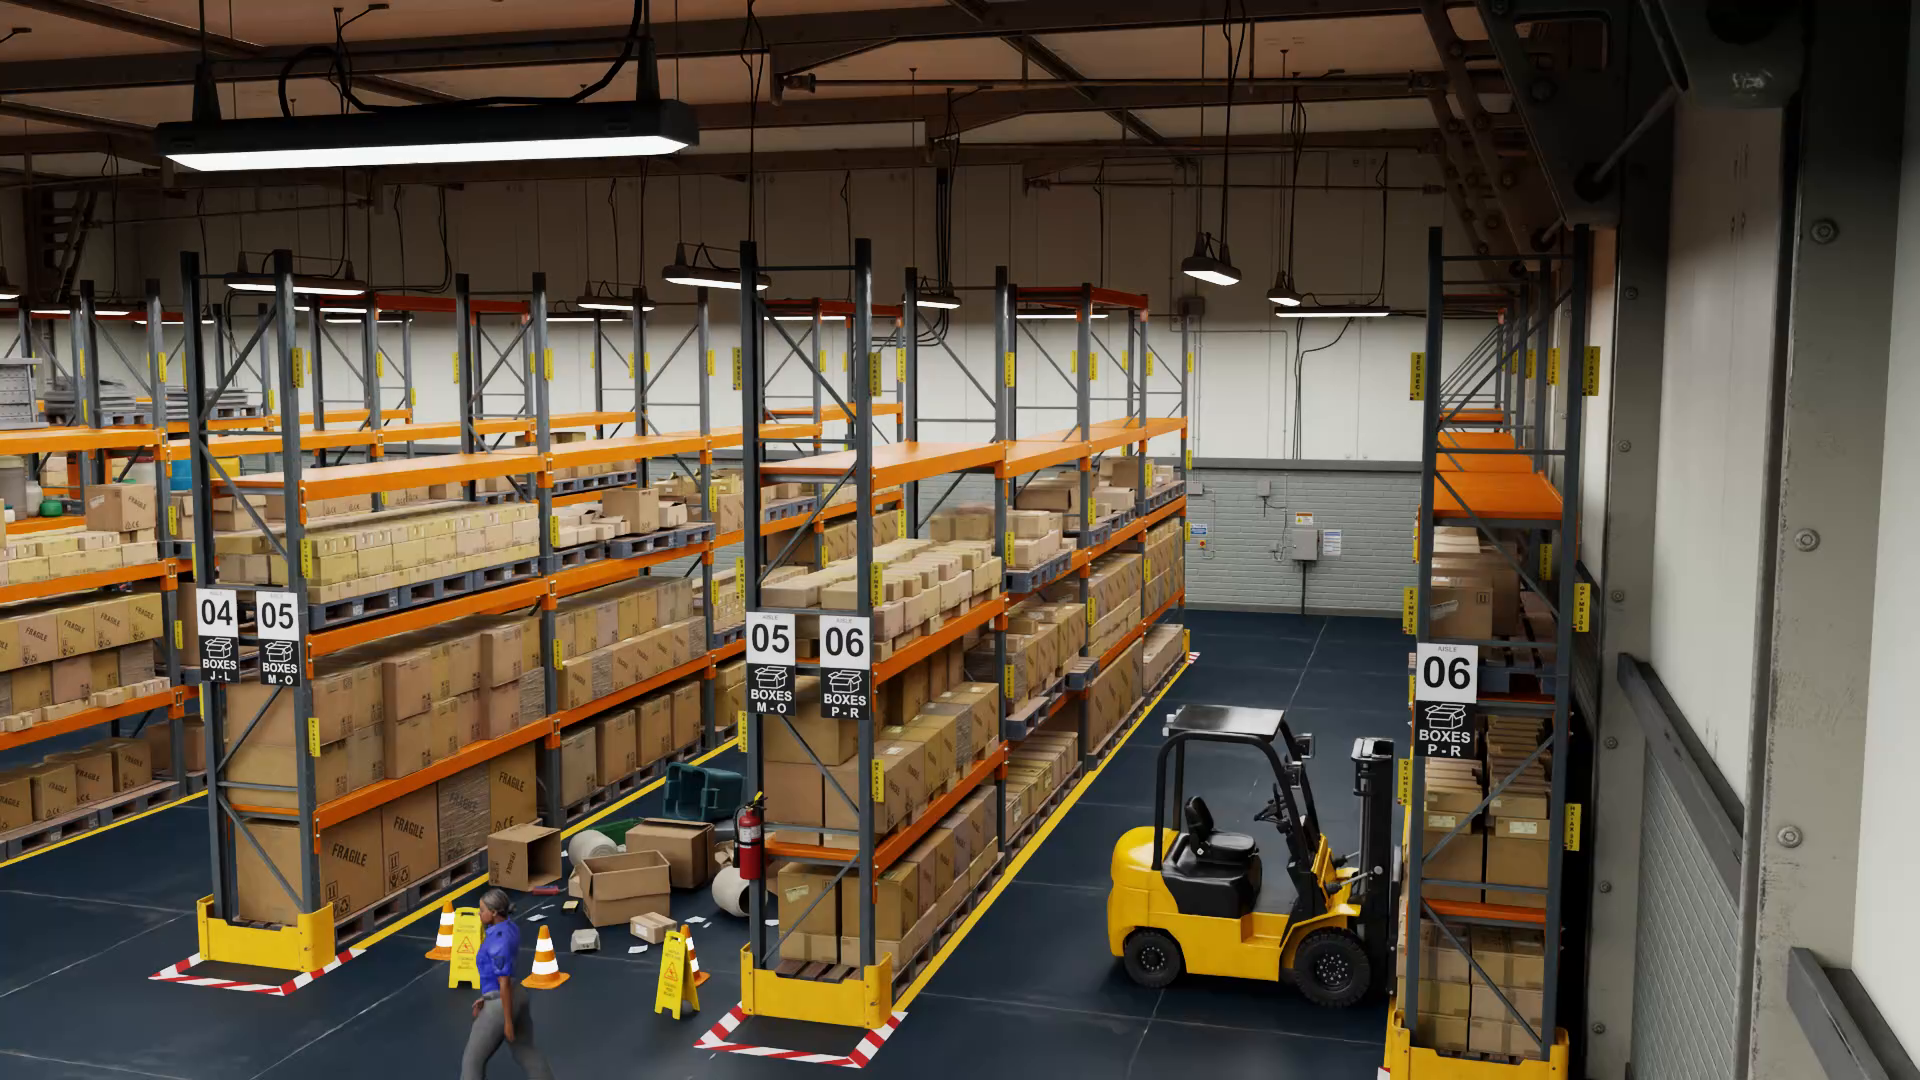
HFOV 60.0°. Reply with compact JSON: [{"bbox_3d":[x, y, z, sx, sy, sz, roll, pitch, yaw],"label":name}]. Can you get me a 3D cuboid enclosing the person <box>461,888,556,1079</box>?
[{"bbox_3d":[-3.091,3.122,11.098,0.856,1.627,0.466,0,6,3],"label":"person"}]
